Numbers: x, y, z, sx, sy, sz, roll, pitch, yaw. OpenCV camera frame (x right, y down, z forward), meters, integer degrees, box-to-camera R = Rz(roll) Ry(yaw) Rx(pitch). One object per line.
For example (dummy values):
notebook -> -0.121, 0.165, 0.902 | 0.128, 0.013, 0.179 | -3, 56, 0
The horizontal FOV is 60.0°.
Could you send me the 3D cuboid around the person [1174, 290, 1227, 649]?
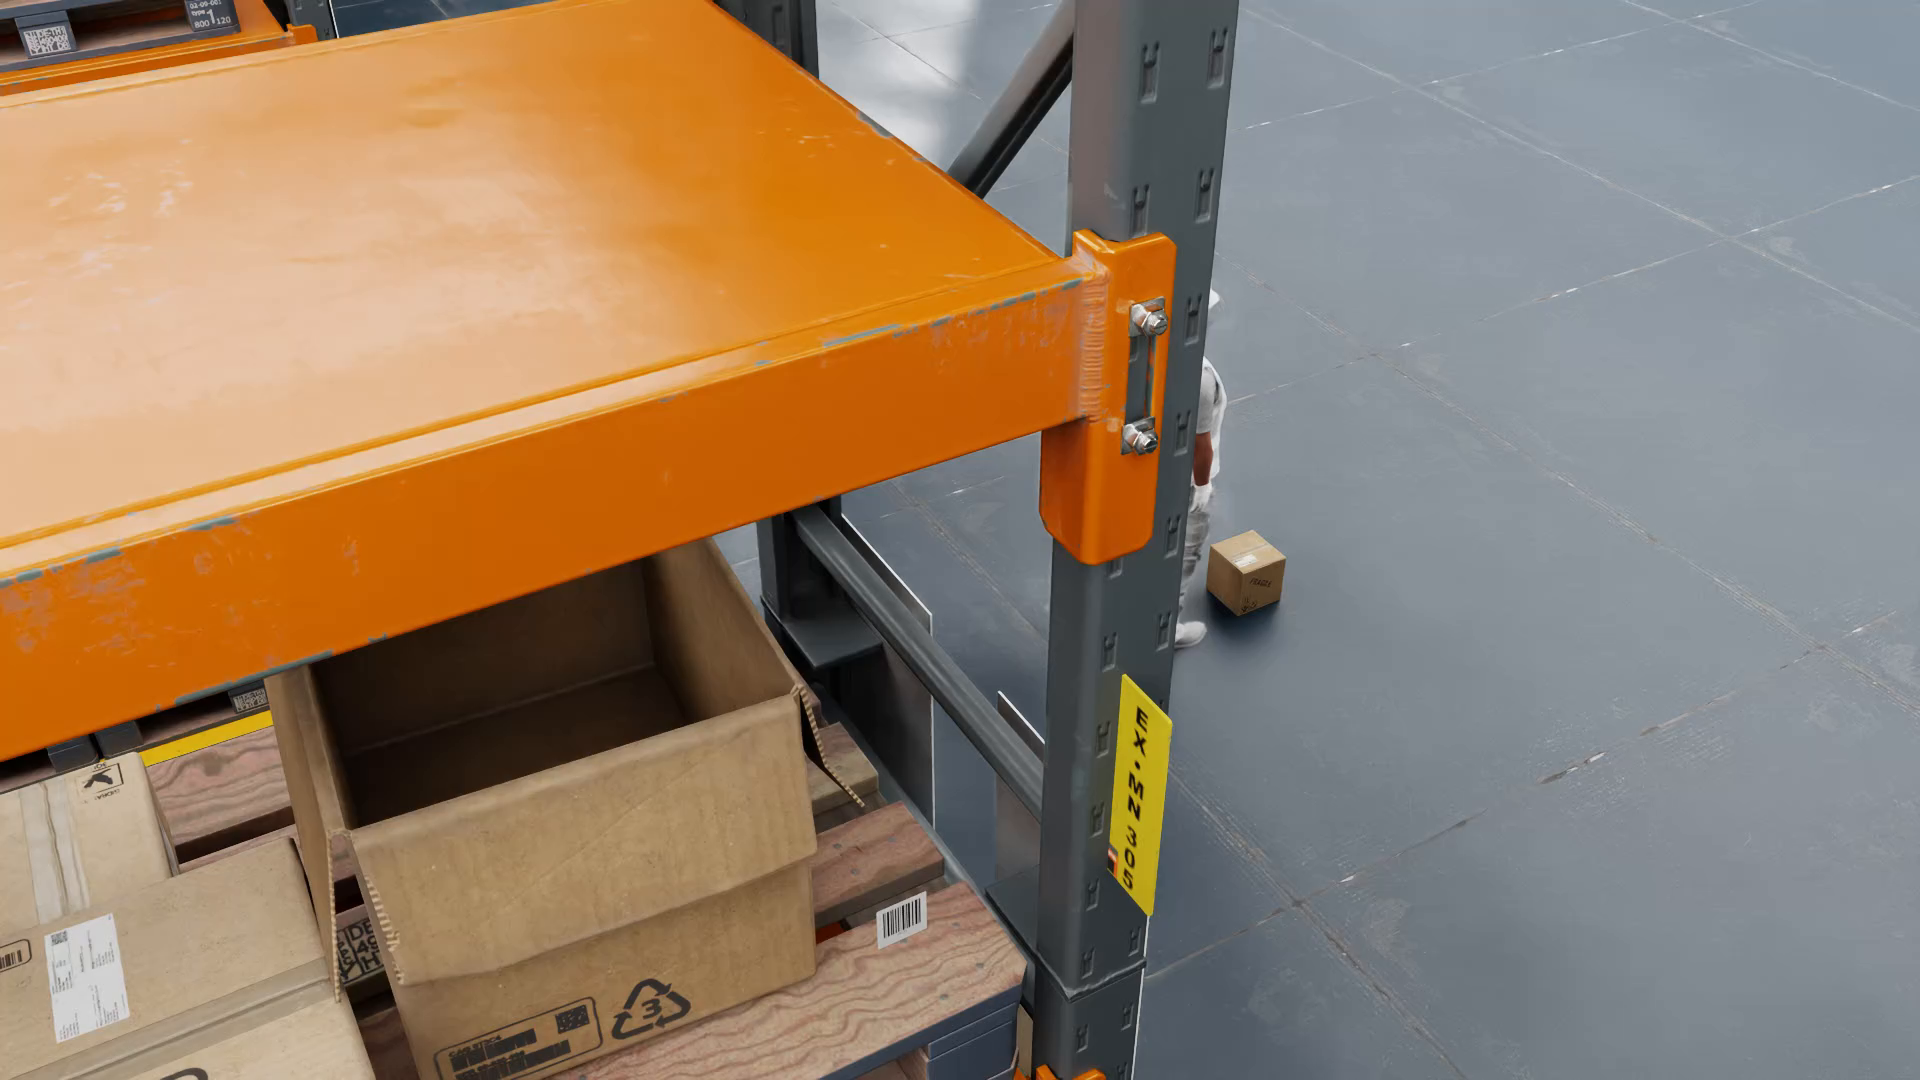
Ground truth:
person -> 0.895, -0.329, 7.080 | 0.353, 1.782, 0.546 | -18, 40, -23
